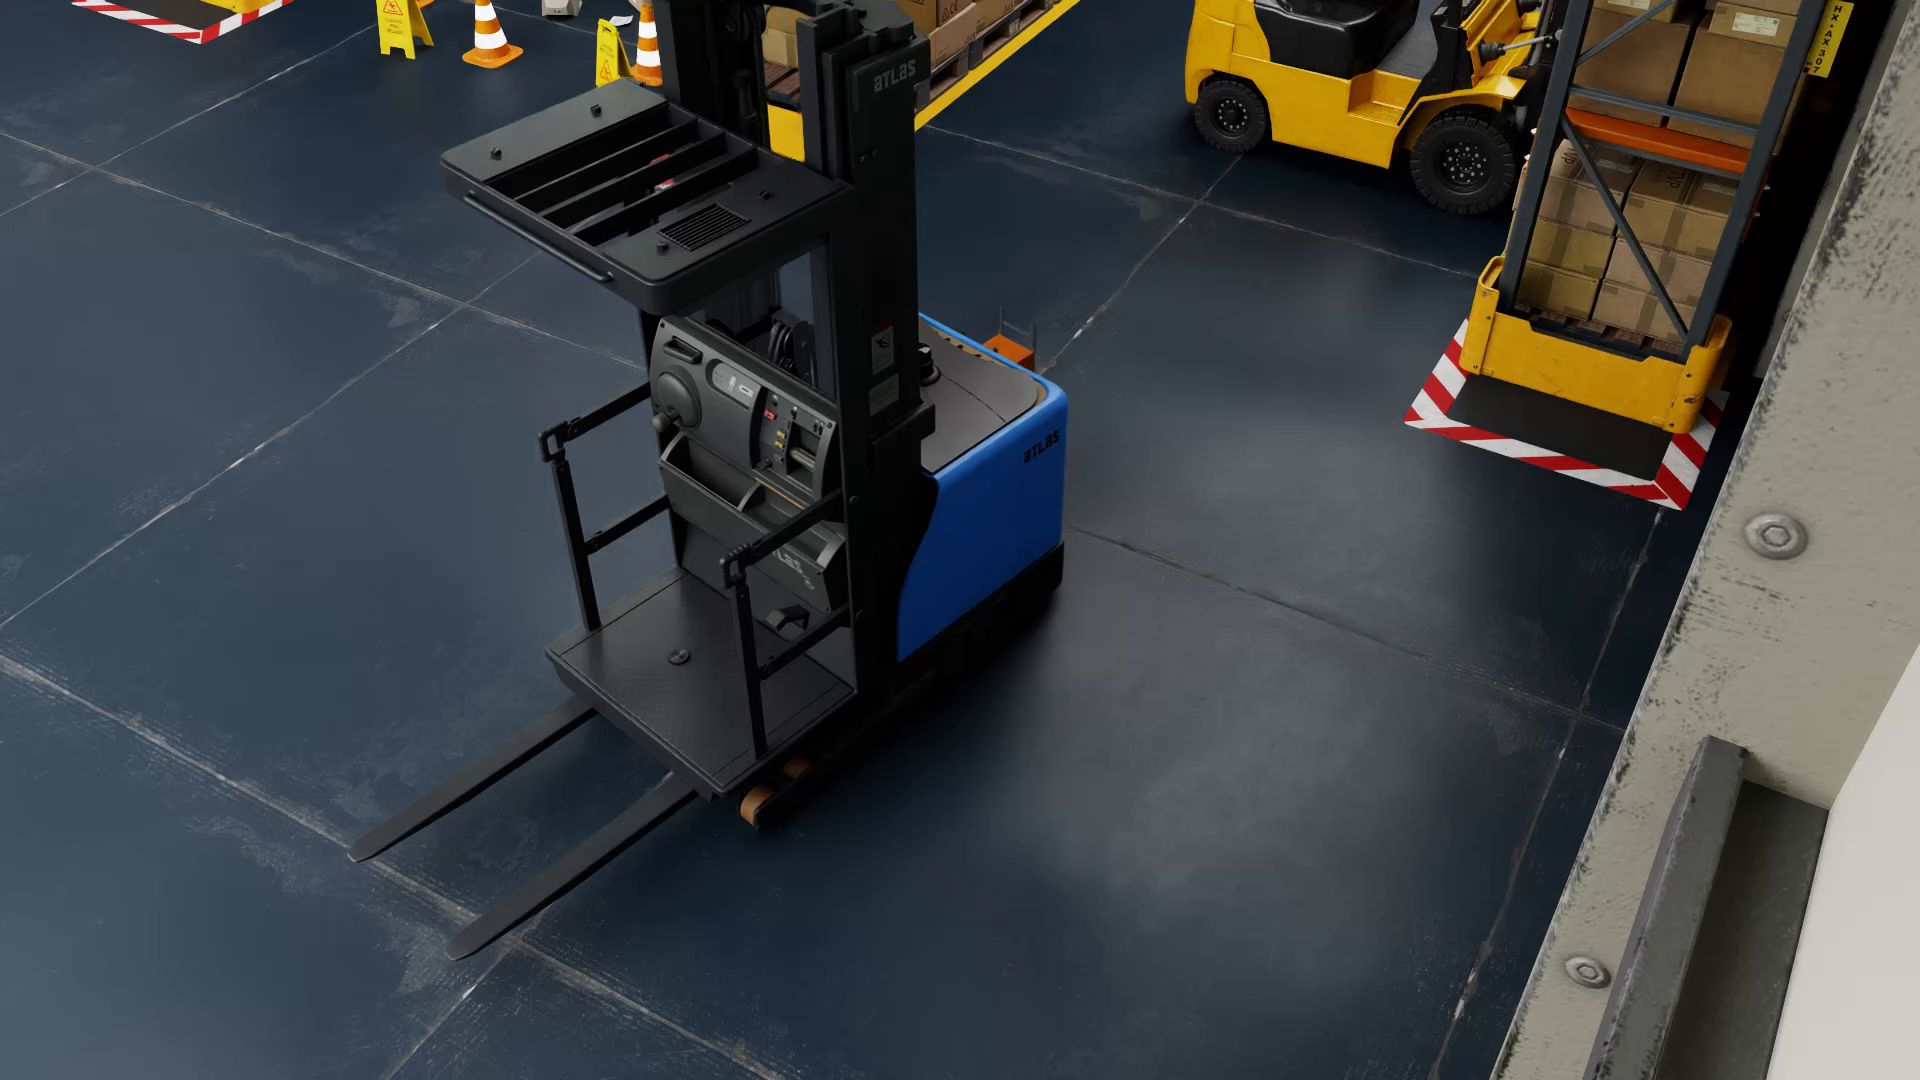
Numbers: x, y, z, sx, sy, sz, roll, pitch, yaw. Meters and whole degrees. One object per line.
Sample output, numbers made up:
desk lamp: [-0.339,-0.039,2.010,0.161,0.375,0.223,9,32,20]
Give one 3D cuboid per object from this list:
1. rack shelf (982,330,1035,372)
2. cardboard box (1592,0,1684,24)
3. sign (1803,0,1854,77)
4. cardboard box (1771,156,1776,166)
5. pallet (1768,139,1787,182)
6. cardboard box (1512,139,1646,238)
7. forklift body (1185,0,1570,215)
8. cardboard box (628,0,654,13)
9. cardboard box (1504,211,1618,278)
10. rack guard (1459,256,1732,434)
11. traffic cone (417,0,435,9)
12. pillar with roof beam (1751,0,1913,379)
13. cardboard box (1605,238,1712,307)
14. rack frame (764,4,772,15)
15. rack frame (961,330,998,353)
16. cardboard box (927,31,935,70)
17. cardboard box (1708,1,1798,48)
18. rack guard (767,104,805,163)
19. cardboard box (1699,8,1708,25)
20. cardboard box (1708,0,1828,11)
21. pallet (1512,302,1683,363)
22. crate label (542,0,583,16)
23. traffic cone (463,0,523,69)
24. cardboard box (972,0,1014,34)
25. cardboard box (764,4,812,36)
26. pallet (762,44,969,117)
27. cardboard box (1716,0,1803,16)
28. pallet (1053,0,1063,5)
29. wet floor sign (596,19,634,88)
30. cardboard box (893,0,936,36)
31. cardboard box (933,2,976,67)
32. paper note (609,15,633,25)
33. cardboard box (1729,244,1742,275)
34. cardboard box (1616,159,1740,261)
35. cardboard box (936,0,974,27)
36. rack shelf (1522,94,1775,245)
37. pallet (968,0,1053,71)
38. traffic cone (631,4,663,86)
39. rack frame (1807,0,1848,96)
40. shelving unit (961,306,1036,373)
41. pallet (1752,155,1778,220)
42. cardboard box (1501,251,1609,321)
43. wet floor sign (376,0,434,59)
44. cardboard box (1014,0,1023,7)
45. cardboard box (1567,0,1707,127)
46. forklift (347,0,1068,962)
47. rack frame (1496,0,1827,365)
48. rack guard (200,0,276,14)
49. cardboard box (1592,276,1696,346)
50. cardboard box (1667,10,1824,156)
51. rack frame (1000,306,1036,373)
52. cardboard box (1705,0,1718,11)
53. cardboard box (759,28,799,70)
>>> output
rack shelf: [0.163,-0.707,7.161,0.215,0.259,0.240,32,50,31]
cardboard box: [3.090,-2.505,7.574,0.380,0.149,0.250,22,46,23]
sign: [3.637,-2.101,6.967,0.100,0.325,0.005,21,45,22]
cardboard box: [4.589,-2.426,9.814,0.500,0.250,0.500,21,46,22]
pallet: [4.727,-2.735,10.511,1.003,0.211,1.213,21,45,22]
cardboard box: [3.120,-1.801,8.347,0.500,0.250,0.500,22,46,23]
forklift body: [2.529,-3.303,9.689,2.313,2.155,1.214,21,45,22]
cardboard box: [-2.234,-3.921,11.905,0.250,0.149,0.380,-21,45,-22]
cardboard box: [3.132,-1.629,8.530,0.500,0.250,0.500,20,45,22]
rack guard: [3.147,-0.982,8.302,1.175,0.500,0.348,21,45,22]
traffic cone: [-3.981,-4.034,11.797,0.336,0.463,0.334,21,45,22]
pillar with roof beam: [0.561,-5.709,7.239,9.100,9.000,0.400,21,45,22]
cardboard box: [3.574,-1.447,8.324,0.500,0.250,0.500,22,46,23]
rack frame: [-1.140,-3.573,9.353,1.000,3.000,0.127,21,45,22]
rack frame: [0.080,-0.443,7.275,0.200,1.050,0.008,32,50,31]
cardboard box: [-0.497,-3.069,10.543,0.500,0.250,0.500,21,45,22]
cardboard box: [3.553,-2.323,7.367,0.380,0.149,0.250,20,45,21]
rack guard: [-1.102,-2.678,10.229,1.175,0.500,0.348,21,45,22]
cardboard box: [3.446,-2.633,8.210,0.500,0.500,0.500,22,46,23]
cardboard box: [3.889,-2.468,8.023,0.500,0.500,0.500,22,46,23]
pallet: [3.506,-1.338,8.926,1.003,0.211,1.213,21,45,22]
crate label: [-2.833,-3.814,11.793,0.250,0.136,0.298,0,41,0]
traffic cone: [-3.173,-3.466,11.151,0.336,0.463,0.334,21,45,22]
cardboard box: [0.027,-3.675,11.231,0.500,0.250,0.500,24,47,25]
cardboard box: [-0.965,-3.525,10.494,0.500,0.500,0.500,21,46,22]
pallet: [-0.665,-3.023,10.839,1.003,0.211,1.213,21,45,22]
cardboard box: [3.512,-2.448,7.284,0.380,0.149,0.250,20,45,21]
pallet: [0.556,-4.419,12.424,1.003,0.211,1.213,21,45,22]
wet floor sign: [-2.162,-2.934,10.410,0.232,0.644,0.267,-29,49,-29]
cardboard box: [-0.486,-3.364,10.311,0.500,0.500,0.500,19,45,21]
cardboard box: [-0.235,-3.358,10.872,0.500,0.250,0.500,23,46,24]
paper note: [-2.391,-3.658,11.696,0.148,0.019,0.142,7,42,8]
cardboard box: [3.850,-1.555,8.825,0.500,0.250,0.500,21,46,22]
cardboard box: [3.564,-1.647,8.172,0.500,0.250,0.500,20,45,21]
cardboard box: [-0.228,-3.665,10.652,0.500,0.500,0.500,19,45,21]
rack shelf: [4.160,-2.808,9.029,1.077,0.370,4.000,21,45,22]
pallet: [-0.054,-3.718,11.628,1.003,0.211,1.213,21,45,22]
traffic cone: [-2.042,-3.293,10.955,0.336,0.463,0.334,21,45,22]
rack frame: [5.161,-4.222,10.090,1.000,3.000,0.127,21,45,22]
shelving unit: [0.163,-0.502,7.342,0.215,1.050,0.252,32,50,31]
pallet: [4.117,-2.034,9.715,1.003,0.211,1.213,21,45,22]
cardboard box: [3.121,-1.432,8.685,0.500,0.250,0.500,21,46,22]
wet floor sign: [-3.777,-3.597,11.162,0.267,0.644,0.232,14,43,15]
cardboard box: [0.282,-3.963,11.559,0.500,0.250,0.500,22,46,23]
cardboard box: [3.178,-2.339,7.877,0.500,0.500,0.500,20,45,21]
forklift: [-0.923,-0.392,5.793,1.130,2.935,3.031,32,50,31]
rack frame: [3.159,-1.933,7.491,1.000,3.000,0.127,21,45,22]
rack guard: [-5.488,-4.200,11.957,1.175,0.500,0.348,21,45,22]
cardboard box: [3.574,-1.275,8.507,0.500,0.250,0.500,21,46,22]
cardboard box: [3.648,-2.163,7.676,0.500,0.500,0.500,22,46,23]
rack frame: [0.246,-0.561,7.409,0.200,1.050,0.008,32,50,31]
cardboard box: [3.622,-2.485,7.551,0.380,0.149,0.250,21,45,22]
cardboard box: [-0.957,-3.264,10.765,0.500,0.250,0.500,21,45,22]
